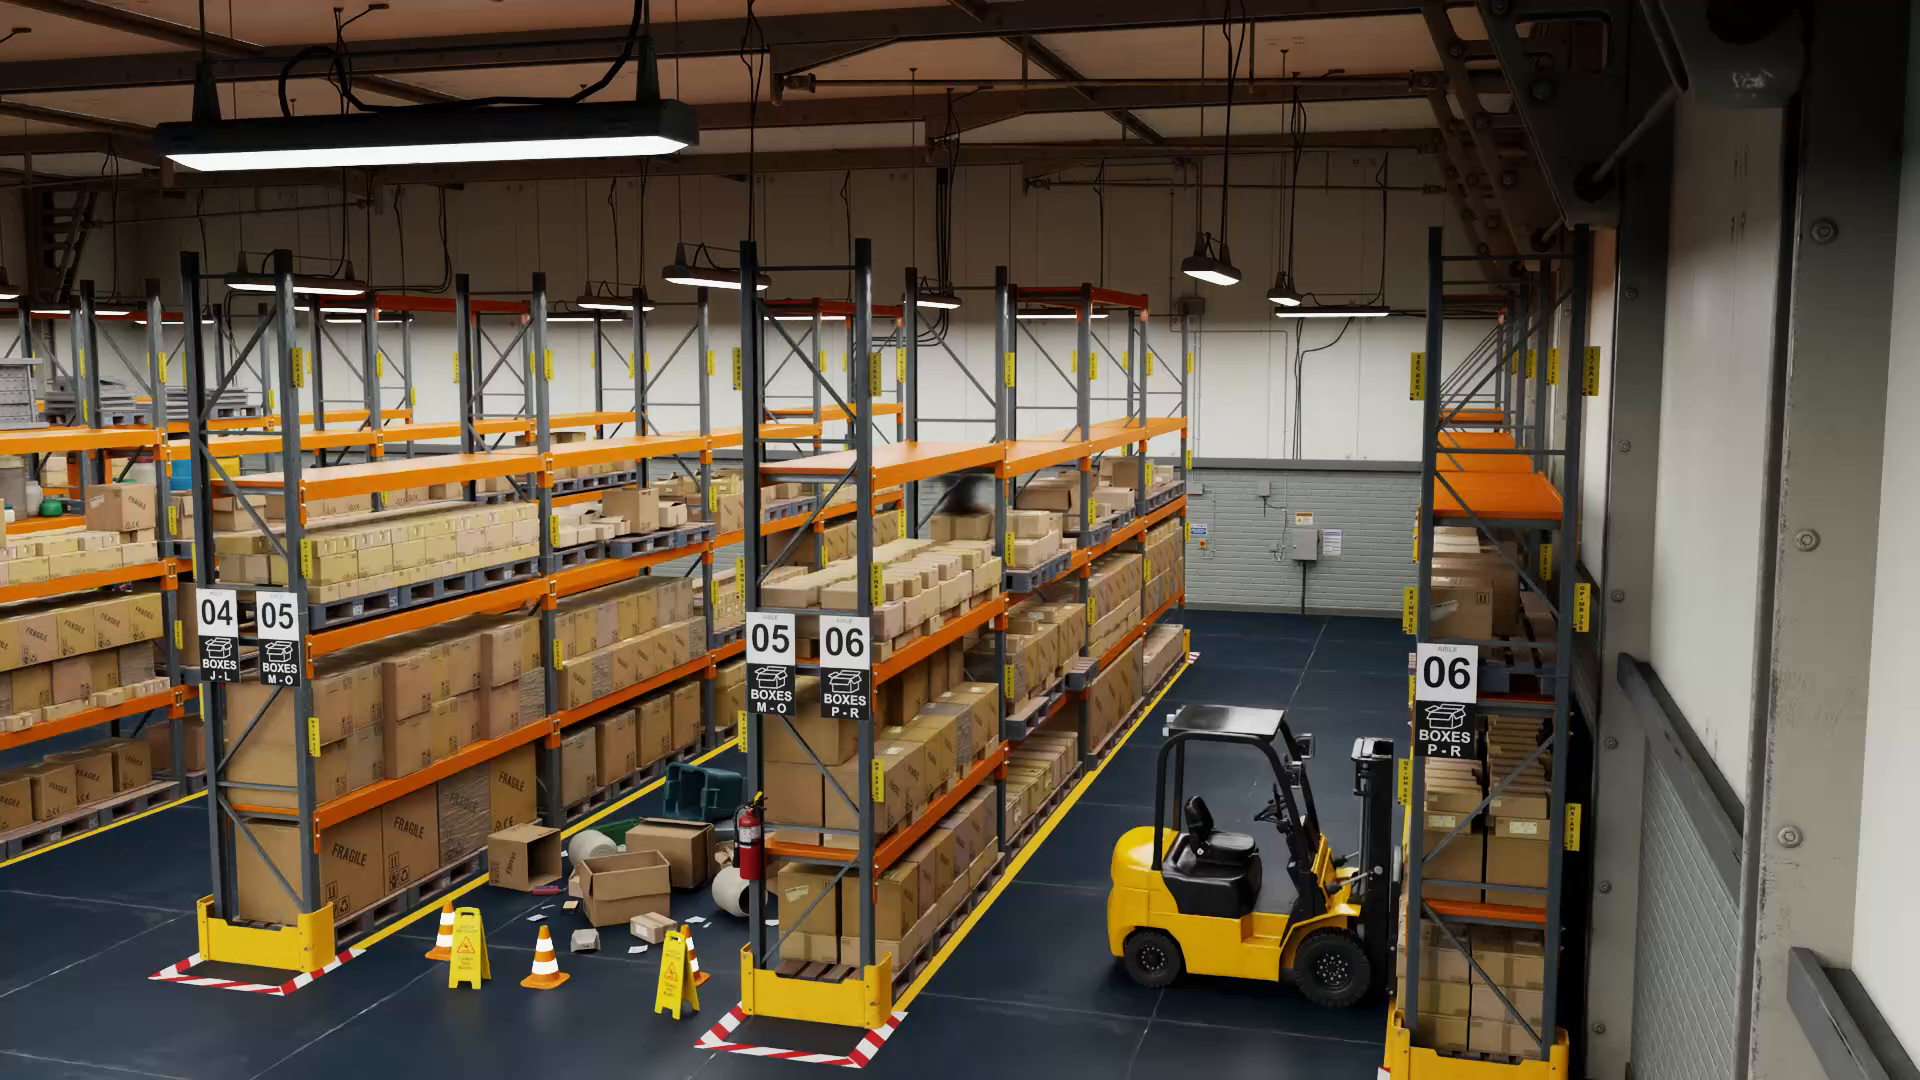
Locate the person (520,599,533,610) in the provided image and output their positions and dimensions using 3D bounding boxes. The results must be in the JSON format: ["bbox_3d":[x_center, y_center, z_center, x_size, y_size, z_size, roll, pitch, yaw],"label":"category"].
[{"bbox_3d":[-6.366,1.636,24.589,0.403,1.543,0.845,2,7,17],"label":"person"}]
